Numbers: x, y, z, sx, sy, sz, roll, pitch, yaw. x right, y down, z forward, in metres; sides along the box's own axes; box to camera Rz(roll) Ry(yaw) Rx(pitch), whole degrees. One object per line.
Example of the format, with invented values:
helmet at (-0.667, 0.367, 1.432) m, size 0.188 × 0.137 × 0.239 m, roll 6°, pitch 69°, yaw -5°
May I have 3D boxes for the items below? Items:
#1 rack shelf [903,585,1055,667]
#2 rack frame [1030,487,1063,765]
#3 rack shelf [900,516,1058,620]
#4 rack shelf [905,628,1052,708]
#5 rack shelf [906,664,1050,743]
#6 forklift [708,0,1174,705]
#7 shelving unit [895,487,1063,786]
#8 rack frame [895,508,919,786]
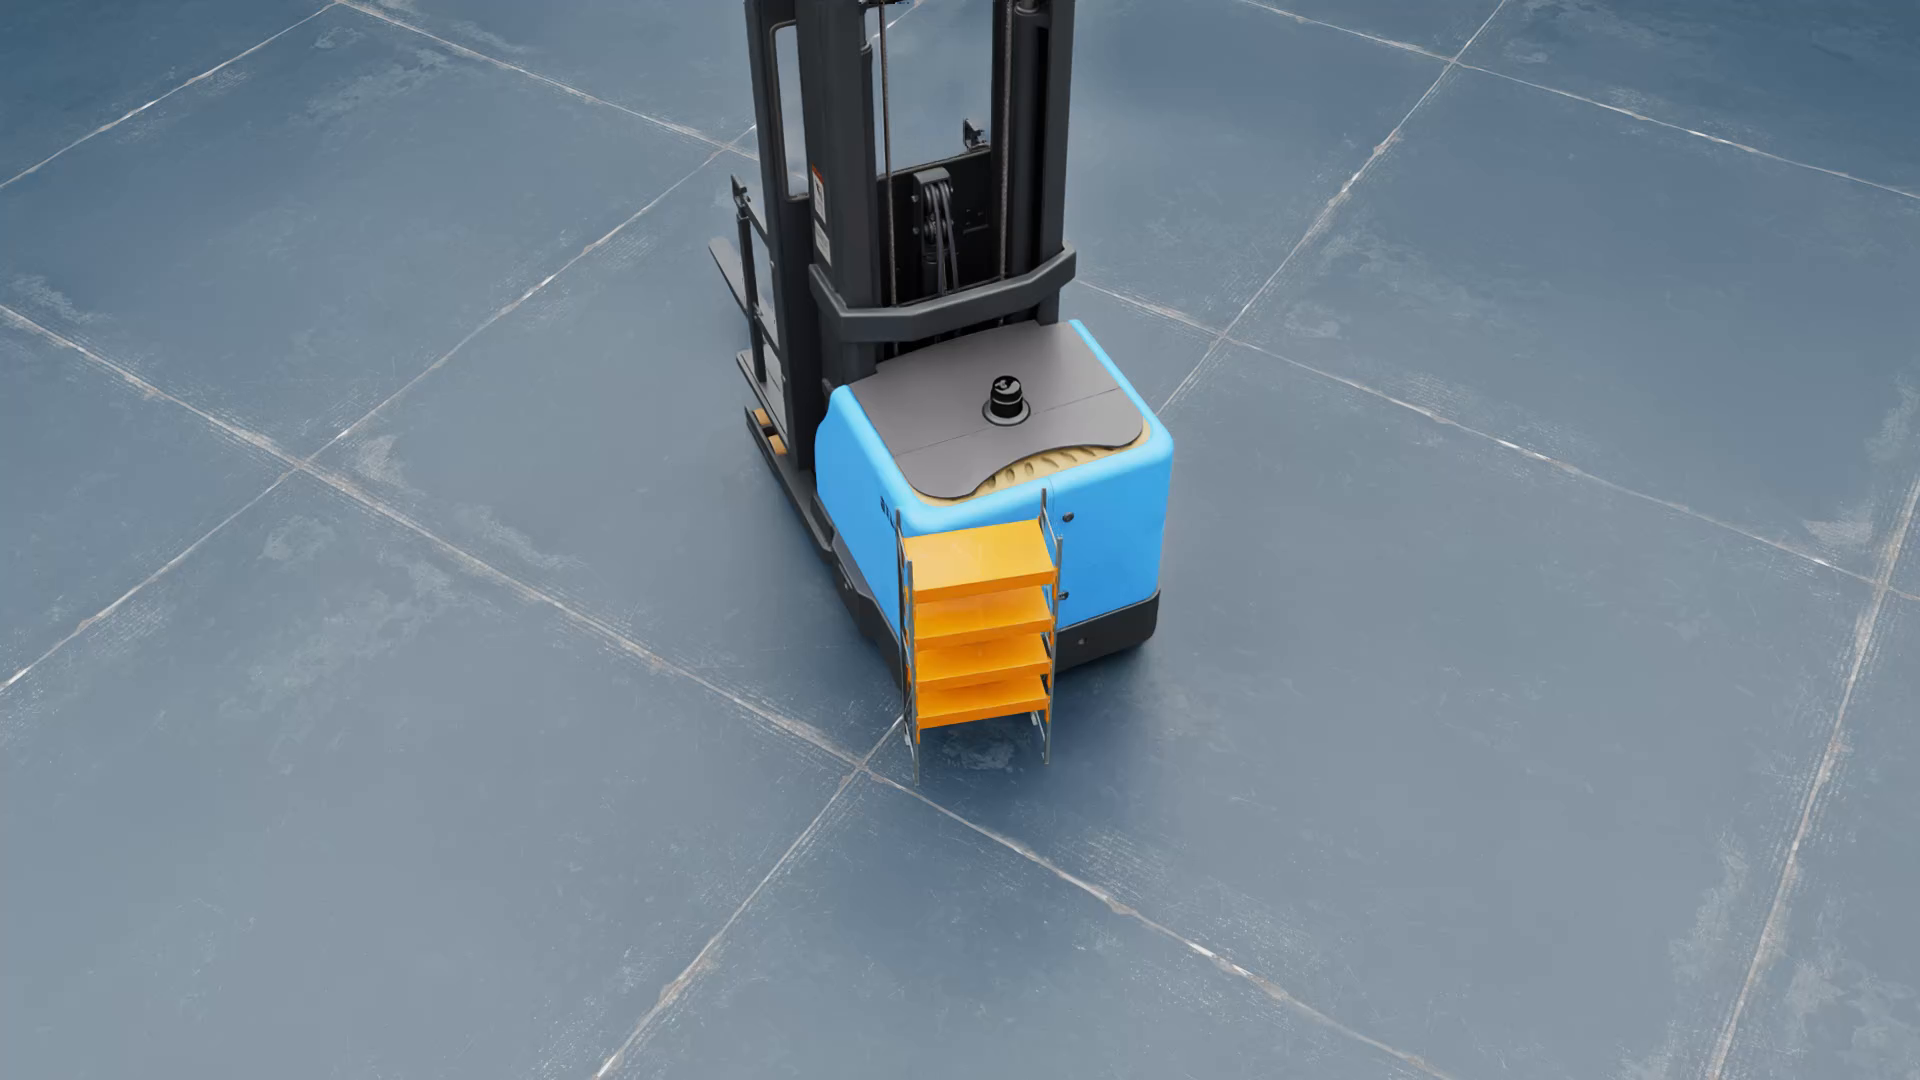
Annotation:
rack shelf at (0.059, 0.256, 5.668) m, size 0.480 × 0.148 × 0.258 m, roll -8°, pitch 46°, yaw -8°
rack frame at (0.298, 0.330, 5.814) m, size 0.015 × 1.200 × 0.240 m, roll -8°, pitch 46°, yaw -8°
rack shelf at (0.059, 0.091, 5.499) m, size 0.480 × 0.148 × 0.258 m, roll -8°, pitch 46°, yaw -8°
rack shelf at (0.059, 0.412, 5.829) m, size 0.480 × 0.148 × 0.258 m, roll -8°, pitch 46°, yaw -8°
rack shelf at (0.059, 0.550, 5.971) m, size 0.480 × 0.148 × 0.258 m, roll -8°, pitch 46°, yaw -8°
forklift at (-0.295, -1.438, 6.326) m, size 1.130 × 2.935 × 3.031 m, roll -18°, pitch 48°, yaw -17°
shelving unit at (0.059, 0.365, 5.781) m, size 0.503 × 1.200 × 0.258 m, roll -8°, pitch 46°, yaw -8°
rack frame at (-0.180, 0.400, 5.747) m, size 0.015 × 1.200 × 0.240 m, roll -8°, pitch 46°, yaw -8°
